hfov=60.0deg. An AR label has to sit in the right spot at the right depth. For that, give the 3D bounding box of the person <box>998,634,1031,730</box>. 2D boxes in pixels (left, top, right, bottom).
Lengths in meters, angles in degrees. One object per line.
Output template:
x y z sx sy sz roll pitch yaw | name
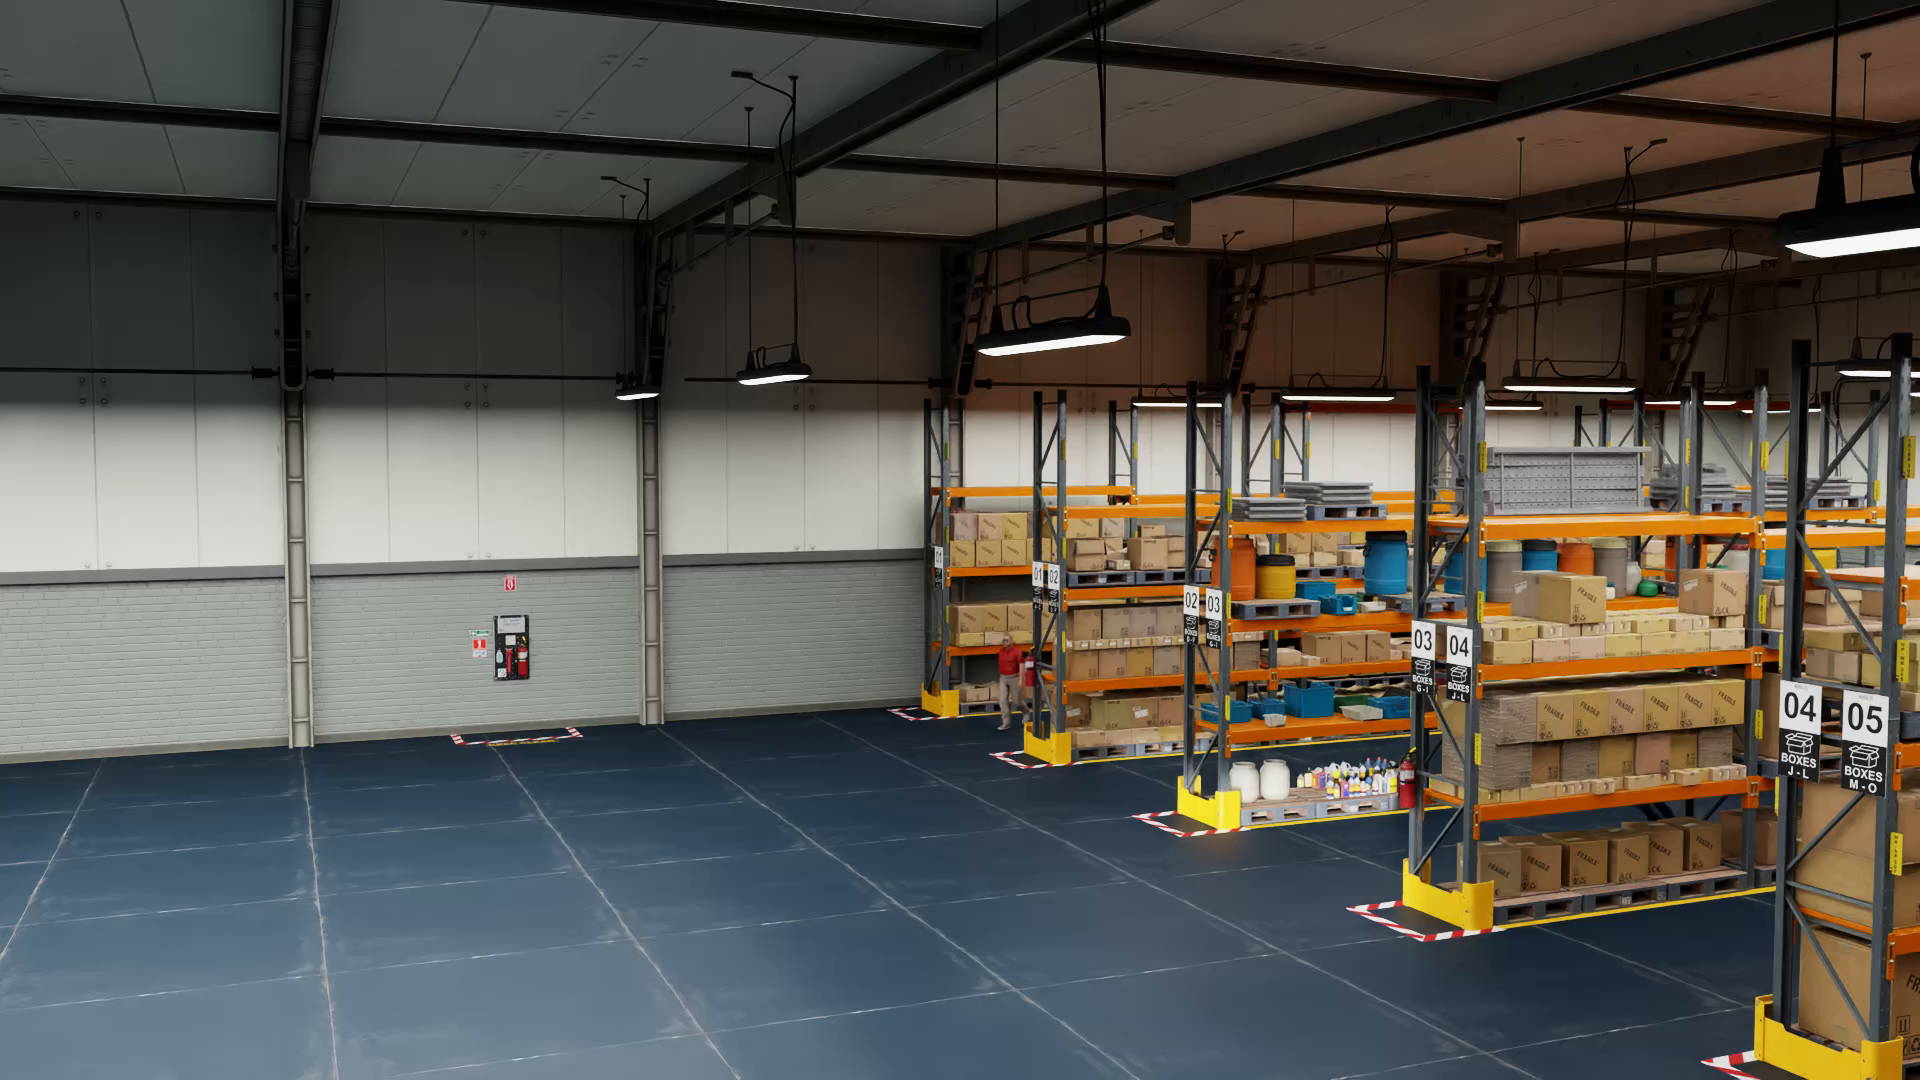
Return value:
0.960 2.539 29.999 0.571 1.706 0.809 2 4 35 | person

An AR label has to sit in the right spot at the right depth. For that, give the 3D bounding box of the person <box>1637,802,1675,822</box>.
9.043 3.118 21.569 0.786 1.514 0.595 -1 3 -12 | person
